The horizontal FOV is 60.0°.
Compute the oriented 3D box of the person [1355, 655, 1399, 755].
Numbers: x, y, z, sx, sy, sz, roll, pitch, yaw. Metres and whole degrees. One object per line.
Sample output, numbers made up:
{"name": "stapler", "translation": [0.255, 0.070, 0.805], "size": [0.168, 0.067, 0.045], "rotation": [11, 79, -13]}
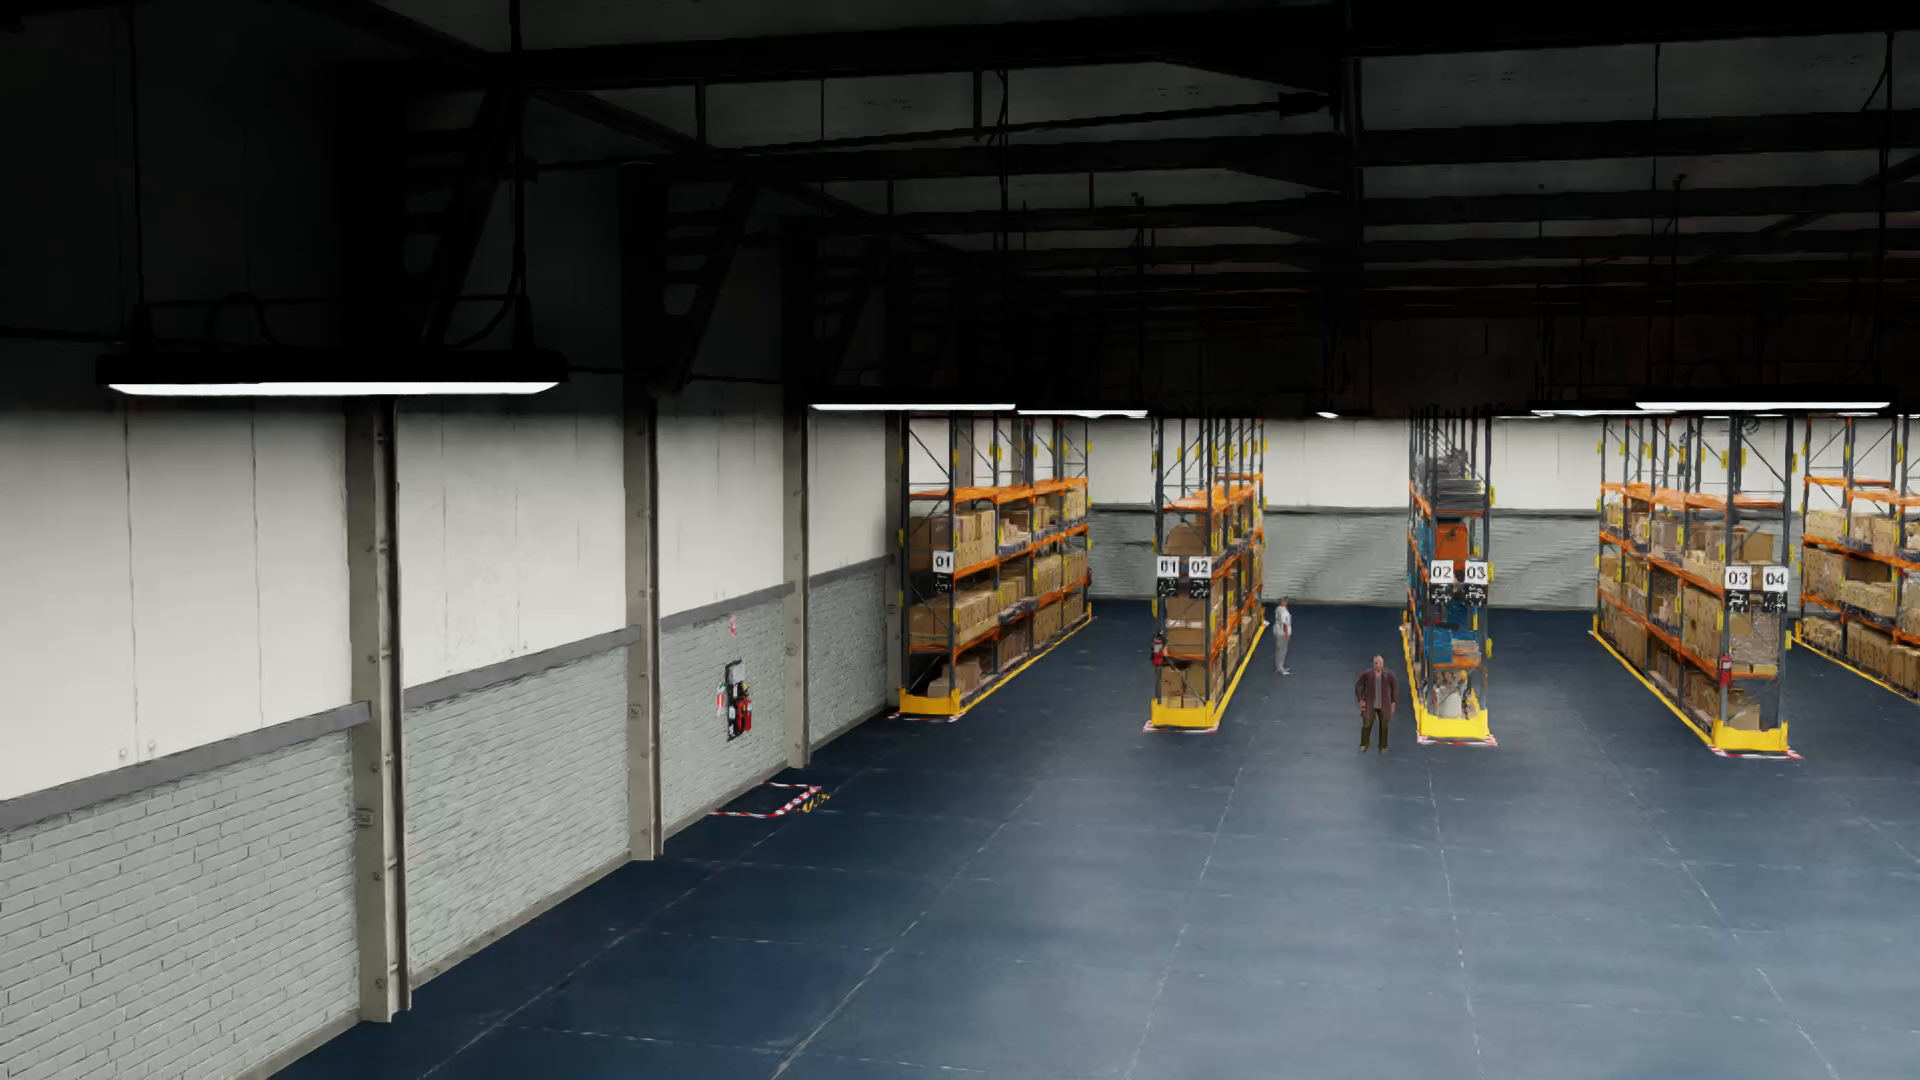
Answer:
{"name": "person", "translation": [7.141, 2.817, 28.506], "size": [0.729, 1.733, 0.546], "rotation": [1, 4, 12]}

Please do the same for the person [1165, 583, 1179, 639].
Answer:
{"name": "person", "translation": [5.656, 1.735, 43.632], "size": [0.543, 1.700, 1.119], "rotation": [1, 4, 12]}

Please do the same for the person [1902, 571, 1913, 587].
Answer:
{"name": "person", "translation": [26.232, 1.636, 46.015], "size": [0.506, 1.585, 0.471], "rotation": [-3, 5, -39]}

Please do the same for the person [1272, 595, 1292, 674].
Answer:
{"name": "person", "translation": [7.312, 2.125, 37.644], "size": [0.435, 1.766, 0.635], "rotation": [-1, 4, -10]}
